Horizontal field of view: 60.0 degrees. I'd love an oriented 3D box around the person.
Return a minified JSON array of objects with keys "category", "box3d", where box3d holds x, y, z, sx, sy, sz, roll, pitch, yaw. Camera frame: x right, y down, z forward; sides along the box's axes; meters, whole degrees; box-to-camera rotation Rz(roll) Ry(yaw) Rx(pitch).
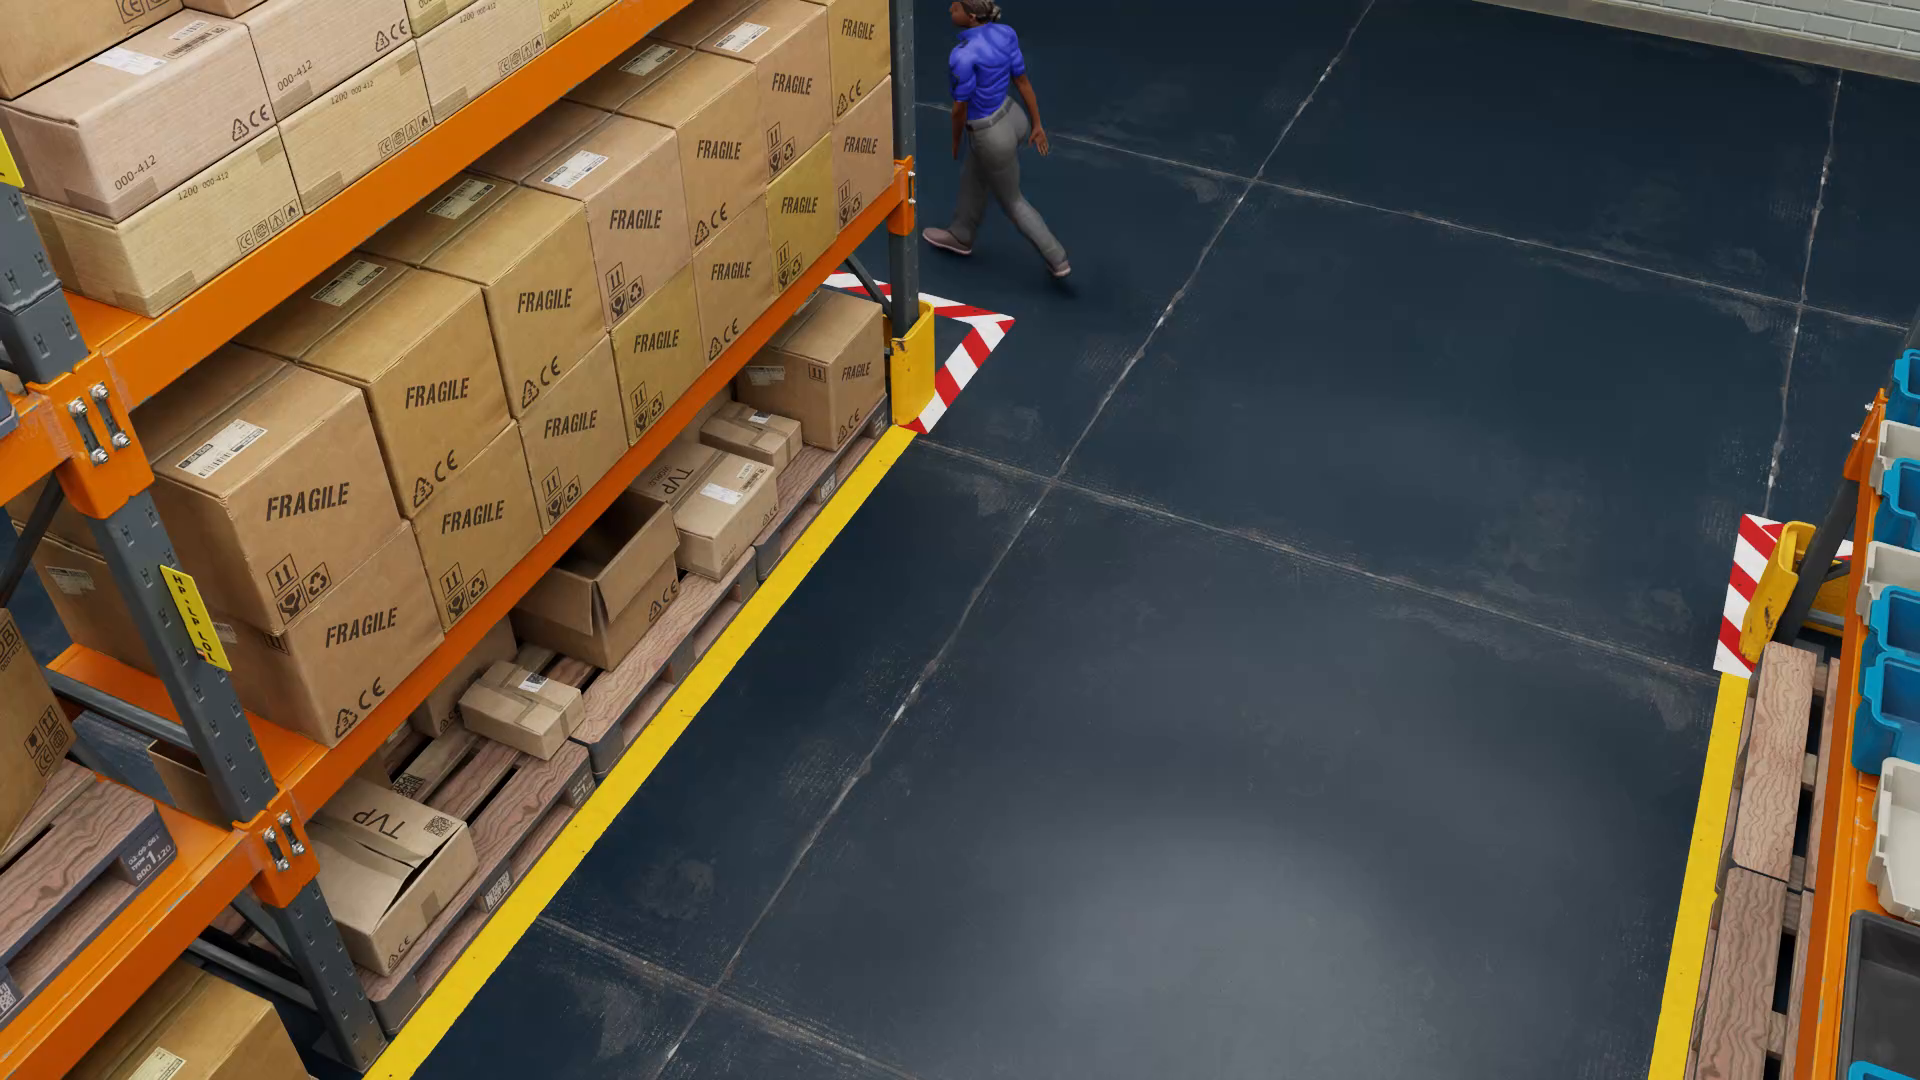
[{"category":"person","box3d":[0.166,-2.053,8.436,0.920,1.598,0.490,23,47,23]}]
